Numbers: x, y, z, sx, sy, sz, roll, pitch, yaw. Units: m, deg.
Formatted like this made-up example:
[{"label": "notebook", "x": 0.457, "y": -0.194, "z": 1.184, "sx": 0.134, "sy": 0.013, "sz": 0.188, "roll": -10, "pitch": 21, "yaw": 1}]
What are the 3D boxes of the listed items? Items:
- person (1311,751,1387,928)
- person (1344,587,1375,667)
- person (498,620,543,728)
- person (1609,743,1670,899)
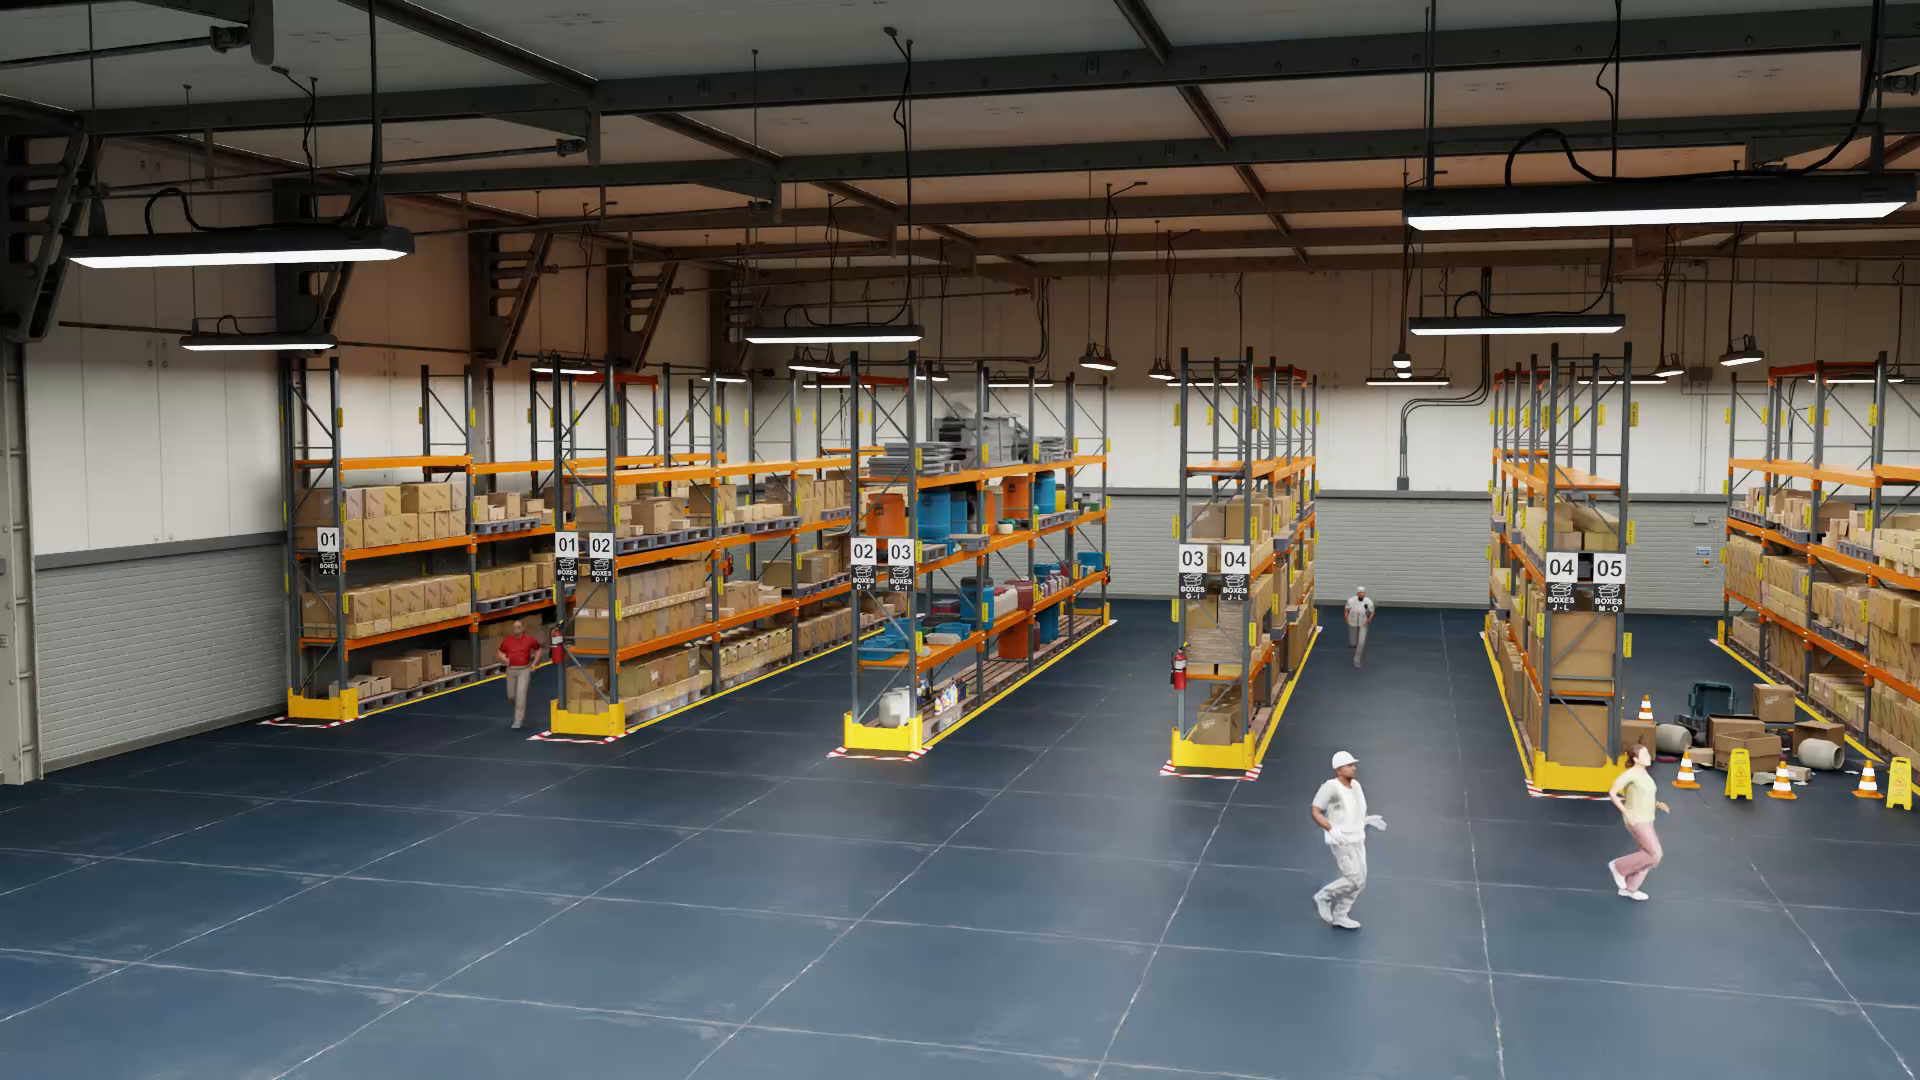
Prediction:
[{"label": "person", "x": 3.797, "y": 2.937, "z": 16.258, "sx": 0.606, "sy": 1.735, "sz": 0.675, "roll": 4, "pitch": 6, "yaw": 42}, {"label": "person", "x": 8.097, "y": 1.744, "z": 33.700, "sx": 0.609, "sy": 1.636, "sz": 0.709, "roll": 1, "pitch": 4, "yaw": 17}, {"label": "person", "x": -7.149, "y": 2.149, "z": 26.967, "sx": 0.686, "sy": 1.700, "sz": 0.871, "roll": 0, "pitch": 4, "yaw": 2}, {"label": "person", "x": 7.063, "y": 2.923, "z": 17.257, "sx": 0.575, "sy": 1.627, "sz": 0.540, "roll": -4, "pitch": 6, "yaw": -44}]
